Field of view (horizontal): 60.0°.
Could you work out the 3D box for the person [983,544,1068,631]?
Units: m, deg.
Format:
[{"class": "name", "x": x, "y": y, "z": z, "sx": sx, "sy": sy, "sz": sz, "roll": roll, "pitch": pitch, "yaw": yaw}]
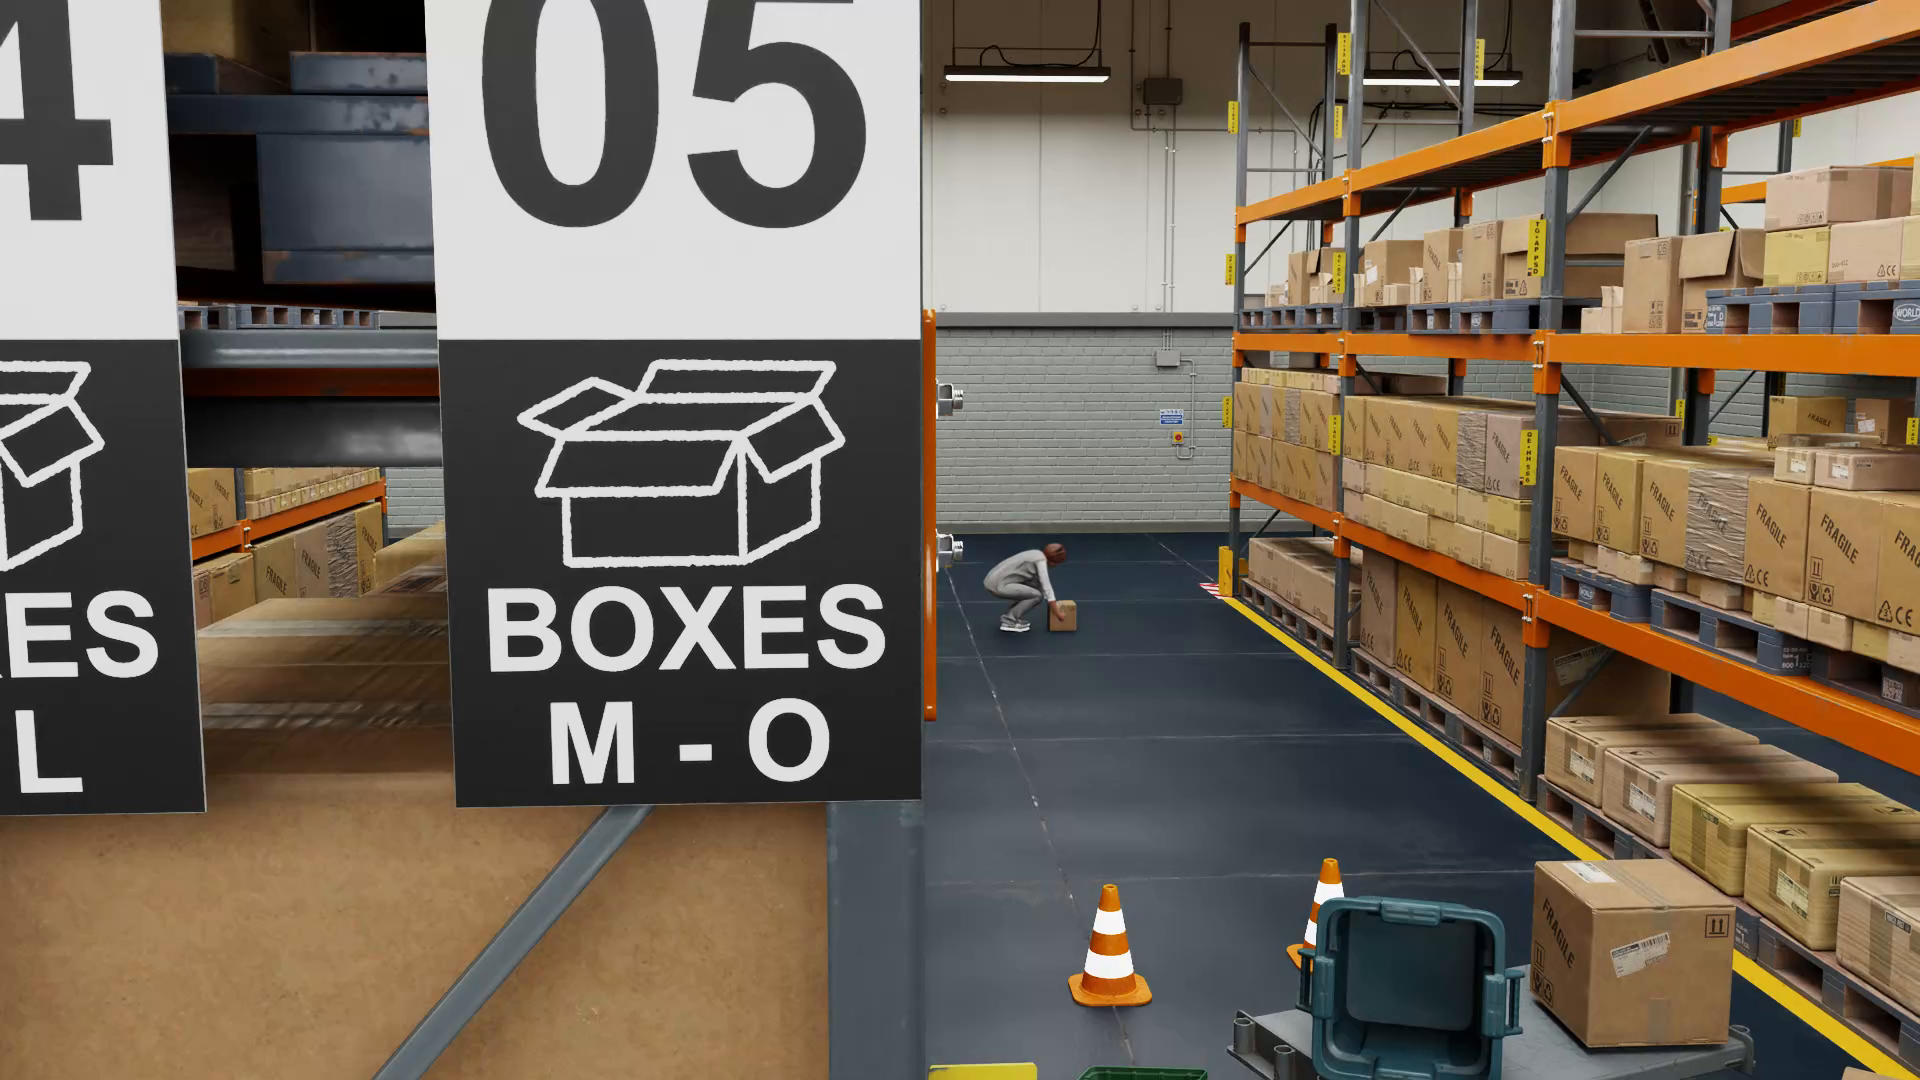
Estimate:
[{"class": "person", "x": 0.621, "y": 0.447, "z": 15.869, "sx": 0.803, "sy": 0.820, "sz": 0.443, "roll": 0, "pitch": 7, "yaw": -4}]
